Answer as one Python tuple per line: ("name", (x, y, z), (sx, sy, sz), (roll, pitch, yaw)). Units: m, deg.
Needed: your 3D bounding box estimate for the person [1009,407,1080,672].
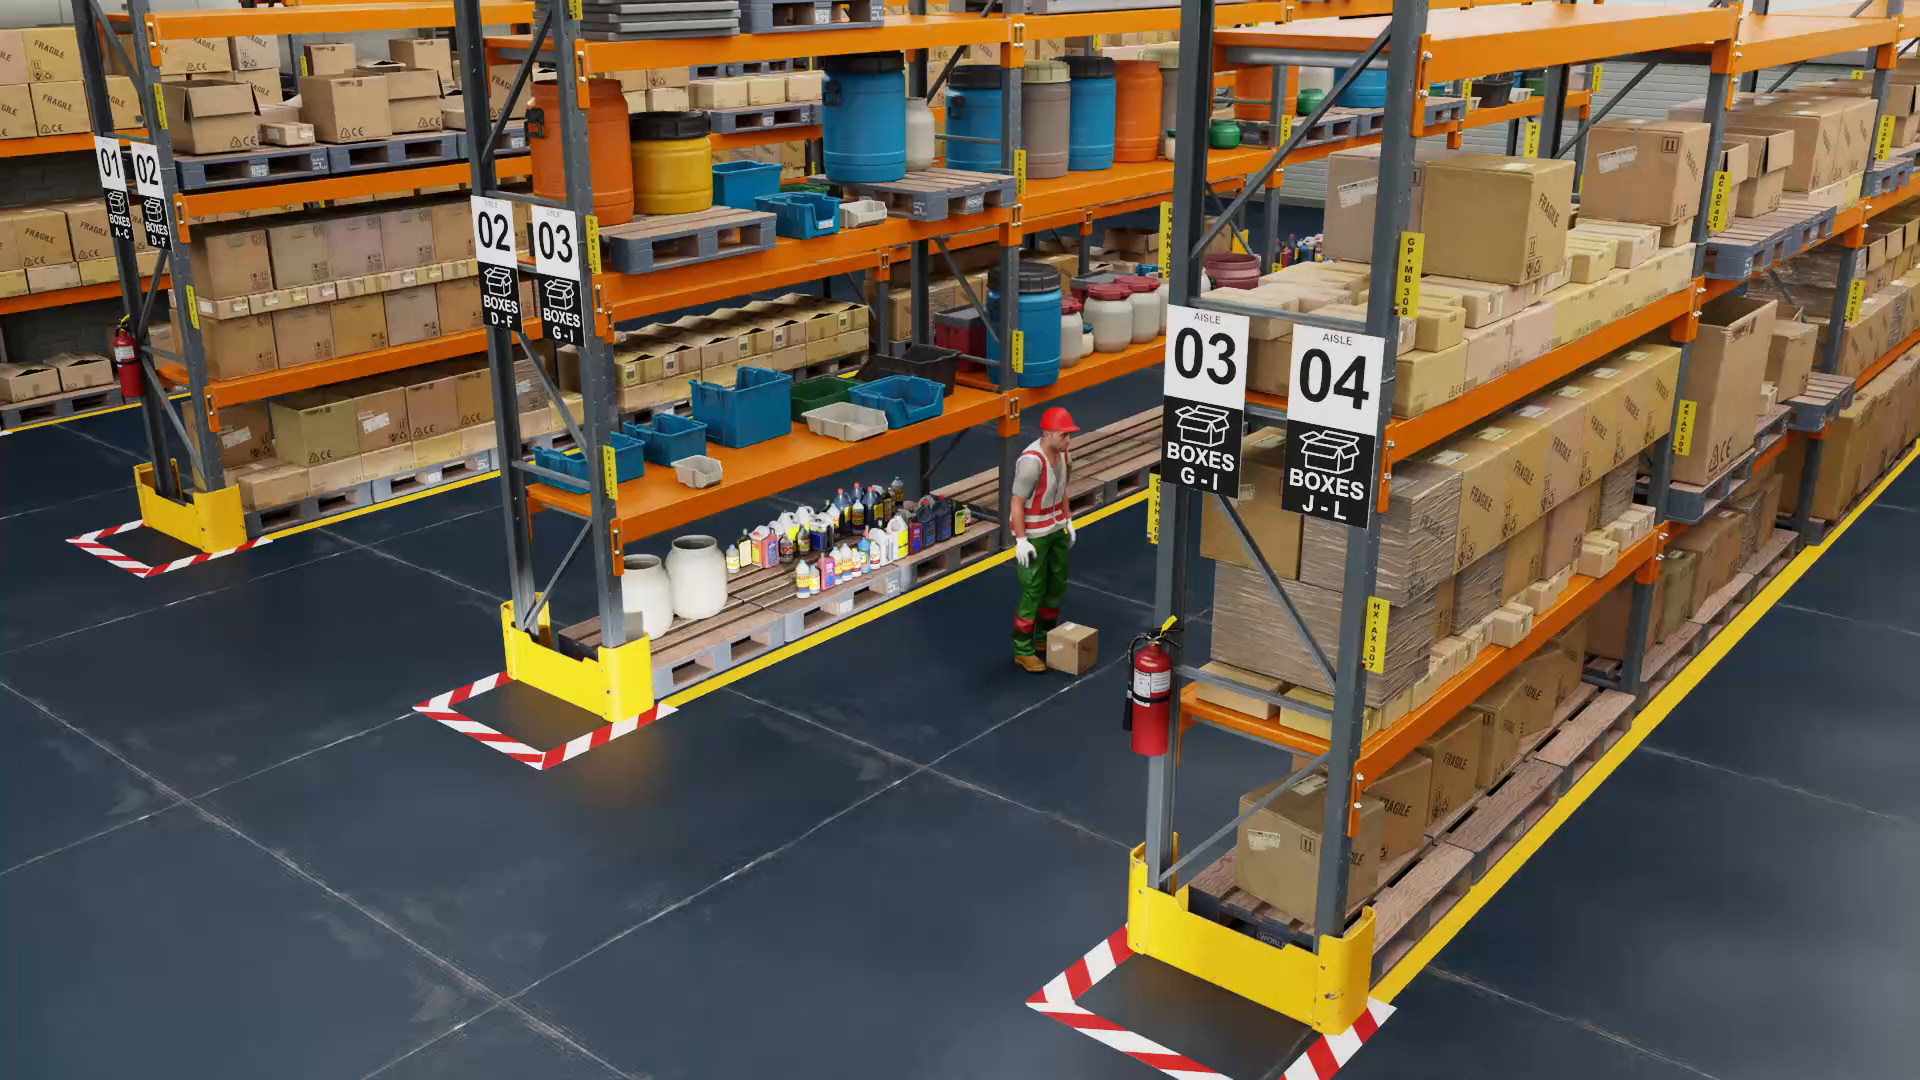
("person", (0.569, -0.029, 11.134), (0.452, 1.778, 0.603), (15, 25, 36))
